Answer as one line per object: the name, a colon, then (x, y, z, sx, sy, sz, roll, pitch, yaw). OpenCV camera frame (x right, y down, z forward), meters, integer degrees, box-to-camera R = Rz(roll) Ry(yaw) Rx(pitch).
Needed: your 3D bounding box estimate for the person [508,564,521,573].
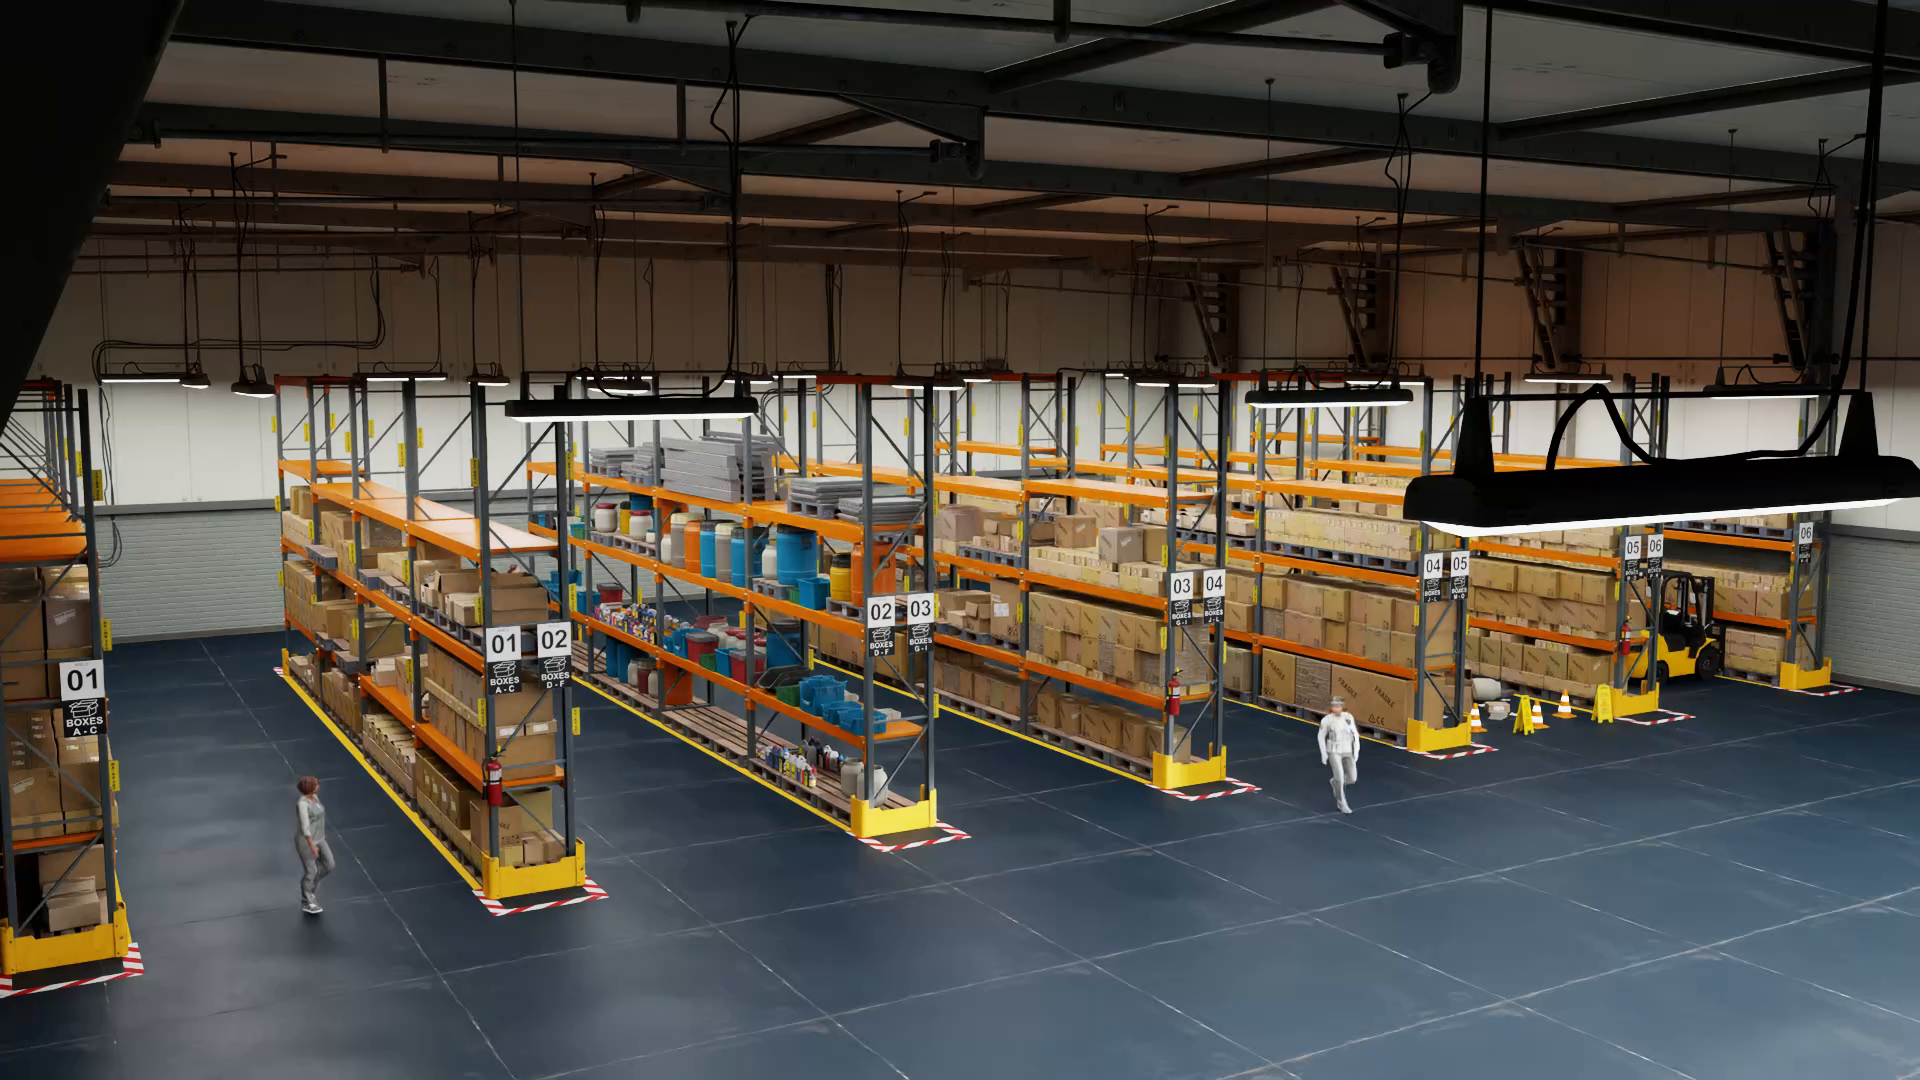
person: (-10.054, 1.367, 37.668, 0.421, 1.669, 0.470, -3, 7, -29)

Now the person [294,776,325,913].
person: (-7.406, 3.453, 18.934, 0.397, 1.590, 0.395, 2, 6, 14)

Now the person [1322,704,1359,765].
person: (5.315, 2.668, 23.213, 0.472, 0.969, 0.364, -1, 6, -8)

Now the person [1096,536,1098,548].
person: (3.838, 0.405, 47.219, 0.560, 1.505, 0.617, 6, 8, 42)

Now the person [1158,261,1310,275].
person: (7.755, -3.340, 46.919, 6.645, 8.939, 7.295, 1, 6, 7)
